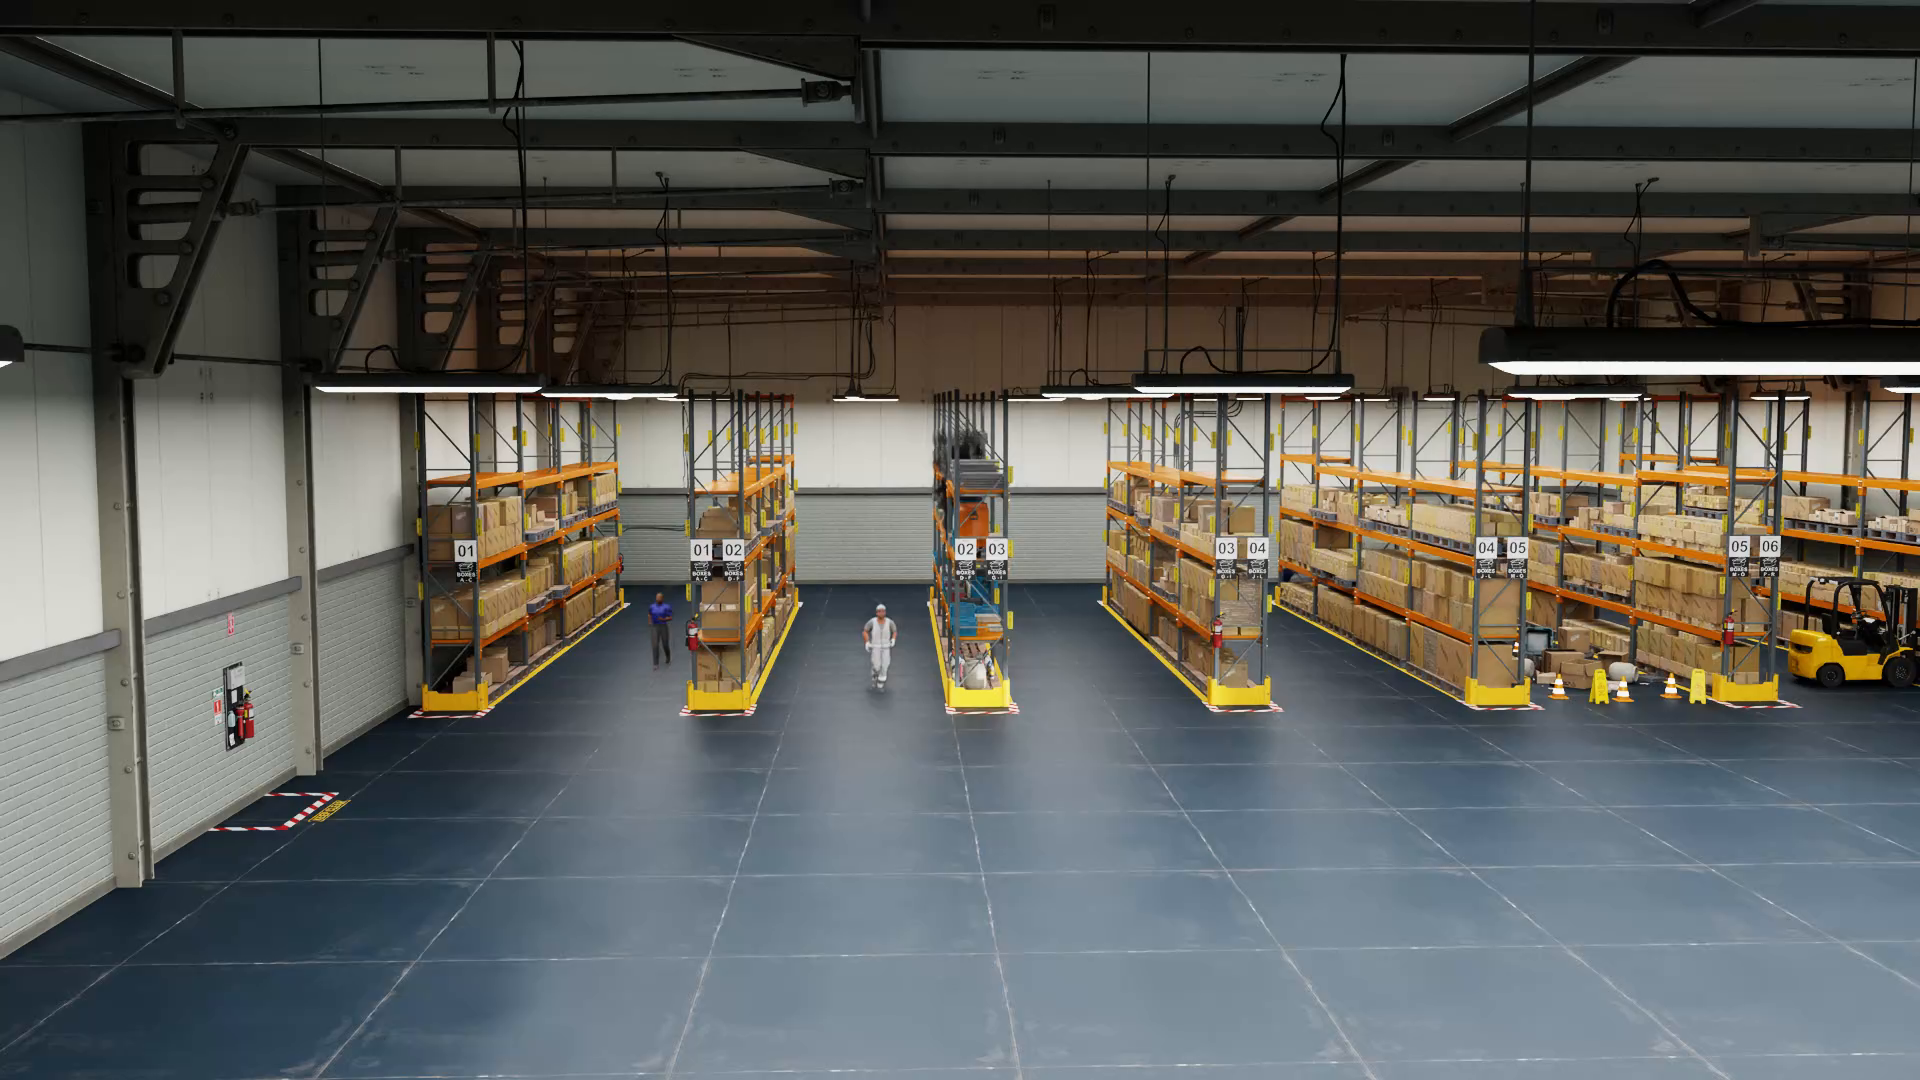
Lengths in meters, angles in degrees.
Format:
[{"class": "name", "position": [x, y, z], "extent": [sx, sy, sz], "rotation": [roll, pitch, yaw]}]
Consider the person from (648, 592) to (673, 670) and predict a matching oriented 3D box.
[{"class": "person", "position": [-6.495, 1.950, 35.984], "extent": [0.581, 1.635, 0.904], "rotation": [0, 5, 1]}]

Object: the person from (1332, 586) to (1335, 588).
[{"class": "person", "position": [11.210, 0.908, 49.030], "extent": [0.681, 1.705, 0.547], "rotation": [0, 5, -2]}]

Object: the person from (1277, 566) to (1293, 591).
[{"class": "person", "position": [9.665, 0.962, 48.993], "extent": [0.704, 1.591, 0.628], "rotation": [1, 5, 8]}]

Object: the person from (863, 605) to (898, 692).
[{"class": "person", "position": [-1.556, 2.155, 33.019], "extent": [0.668, 1.749, 0.583], "rotation": [-1, 5, -12]}]
